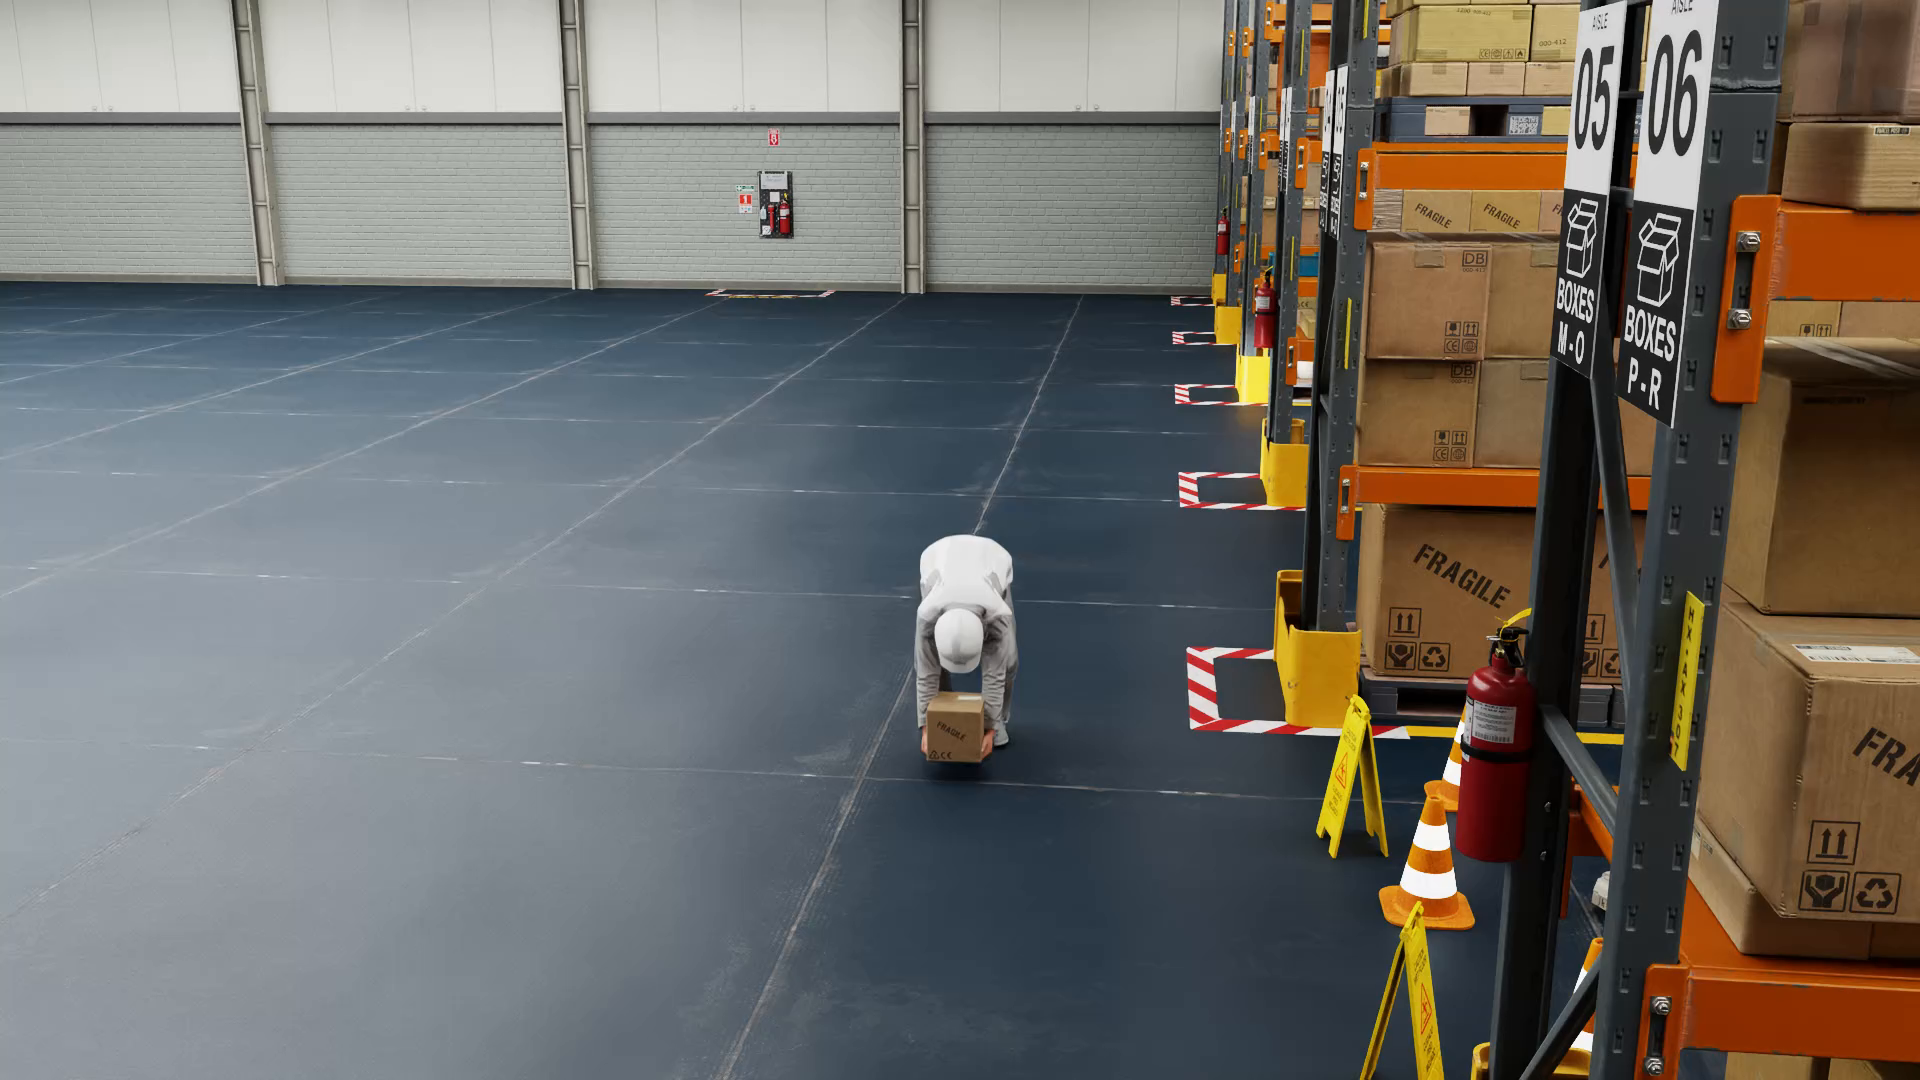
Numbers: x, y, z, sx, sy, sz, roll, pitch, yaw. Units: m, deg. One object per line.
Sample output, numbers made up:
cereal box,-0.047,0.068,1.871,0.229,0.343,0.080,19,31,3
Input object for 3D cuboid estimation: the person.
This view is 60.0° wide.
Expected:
person,0.025,0.533,7.885,0.503,1.015,1.001,1,14,4
